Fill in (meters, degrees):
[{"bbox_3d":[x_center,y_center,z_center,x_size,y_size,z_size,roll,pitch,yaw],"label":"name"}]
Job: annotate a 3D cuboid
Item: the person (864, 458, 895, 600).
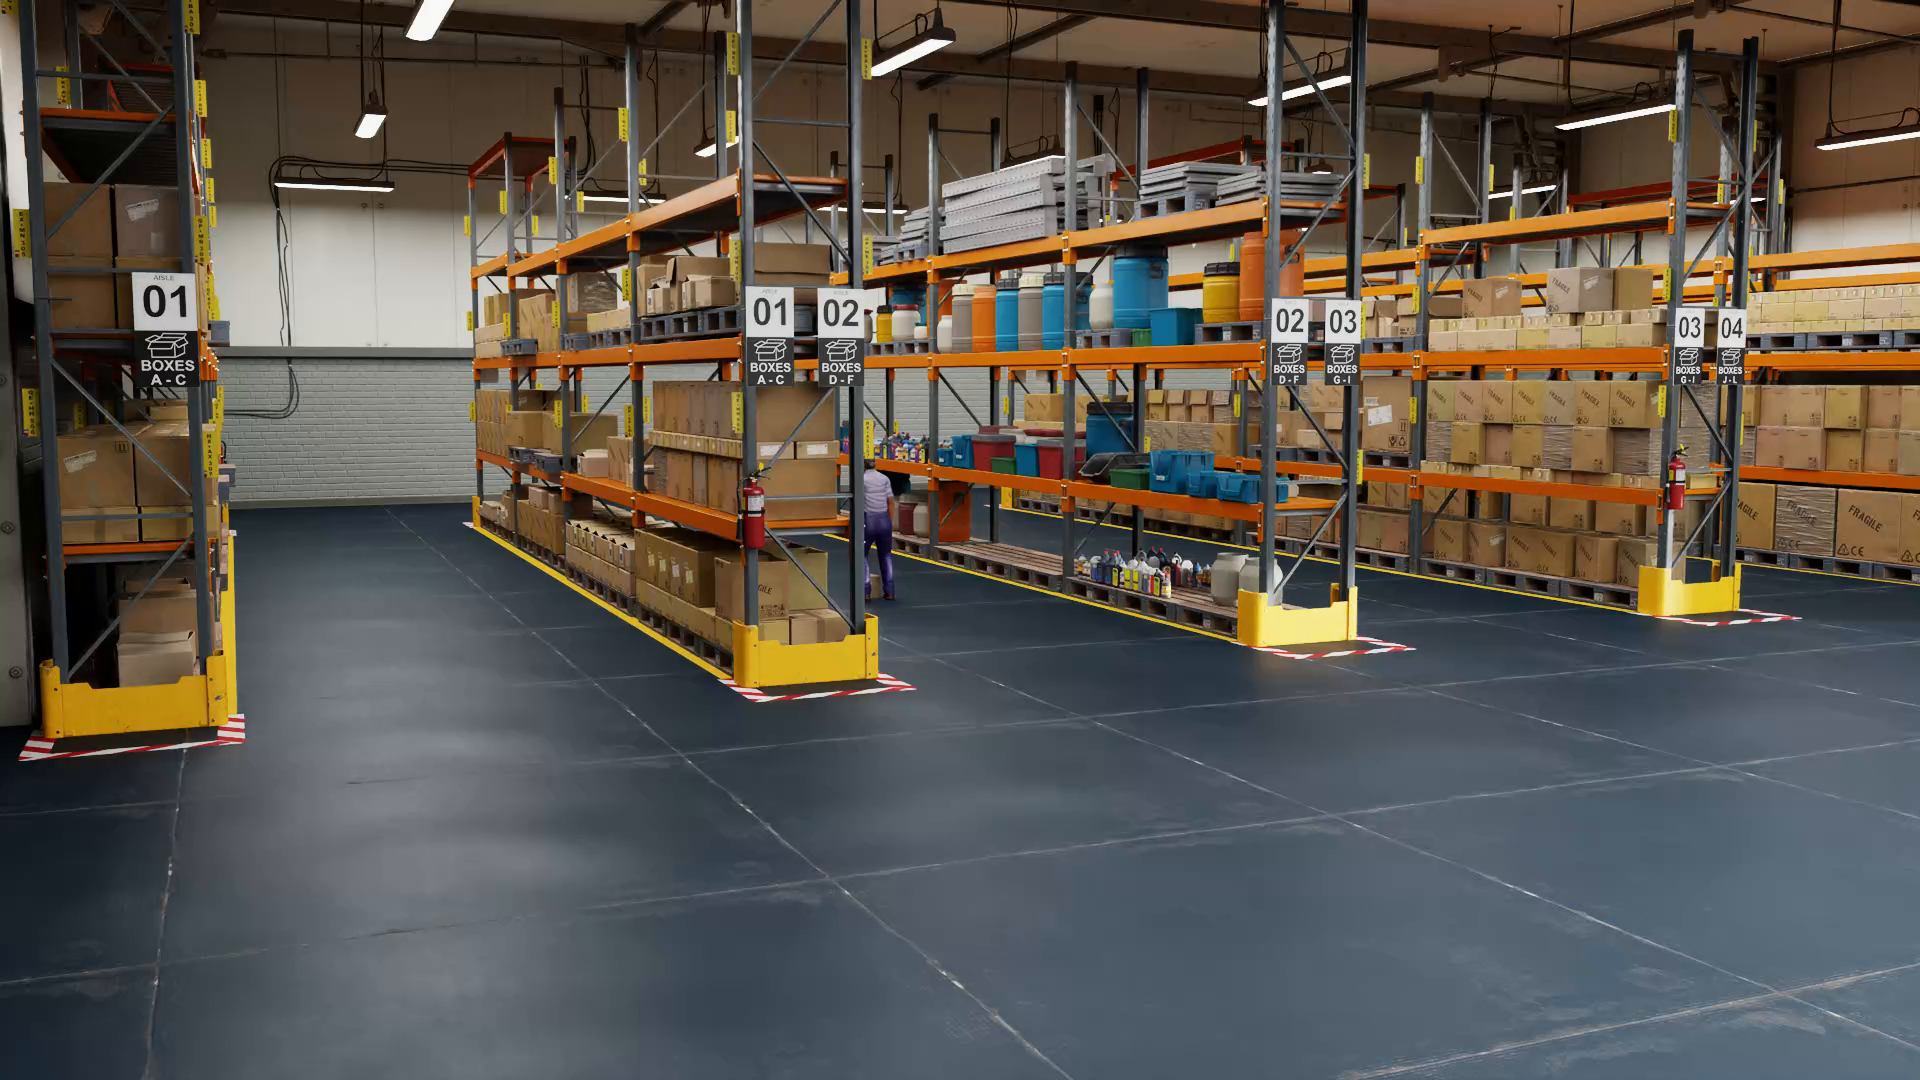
[{"bbox_3d":[-0.981,-0.151,18.620,0.564,1.651,0.424,-3,6,-27],"label":"person"}]
